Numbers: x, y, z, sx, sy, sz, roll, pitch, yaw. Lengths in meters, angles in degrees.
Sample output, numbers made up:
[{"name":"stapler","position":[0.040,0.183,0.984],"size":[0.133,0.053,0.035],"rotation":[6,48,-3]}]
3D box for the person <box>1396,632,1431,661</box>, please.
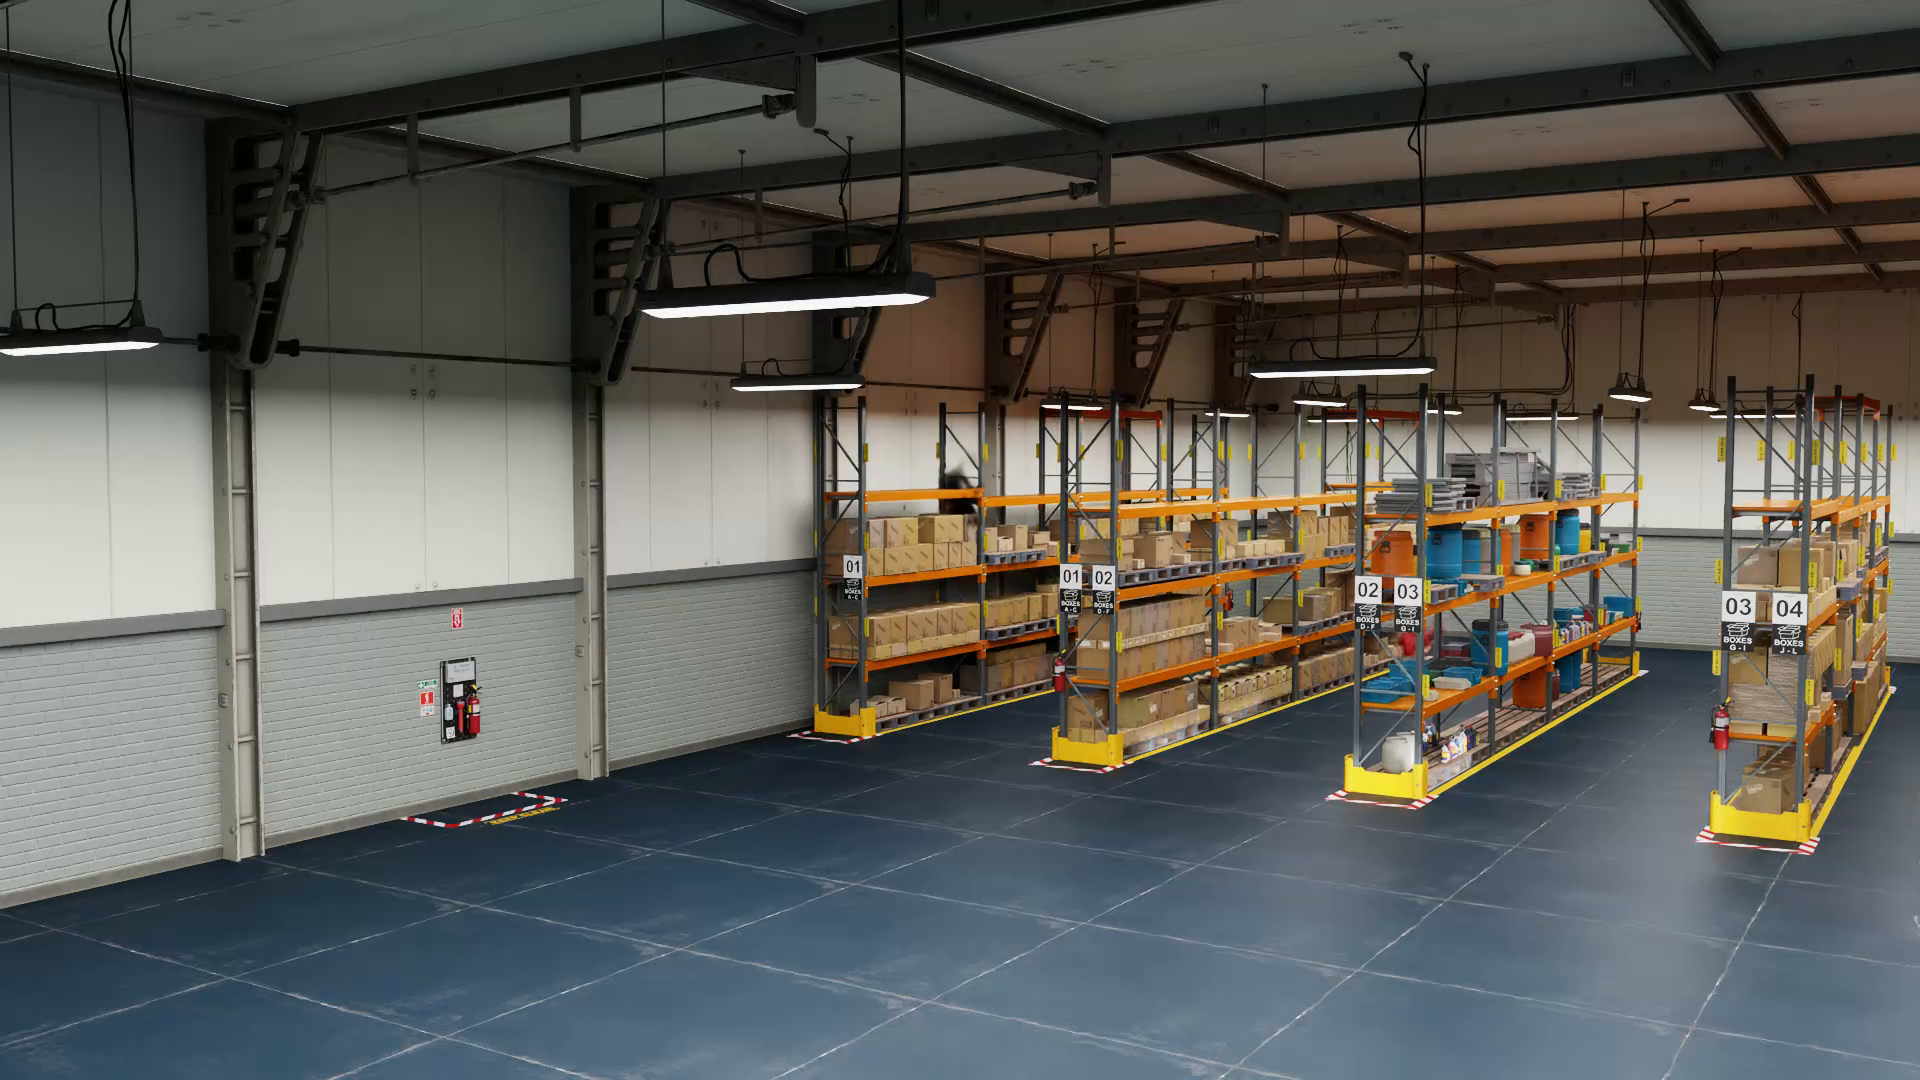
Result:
[{"name":"person","position":[9.019,2.422,33.135],"size":[0.661,1.672,0.565],"rotation":[1,3,22]}]
